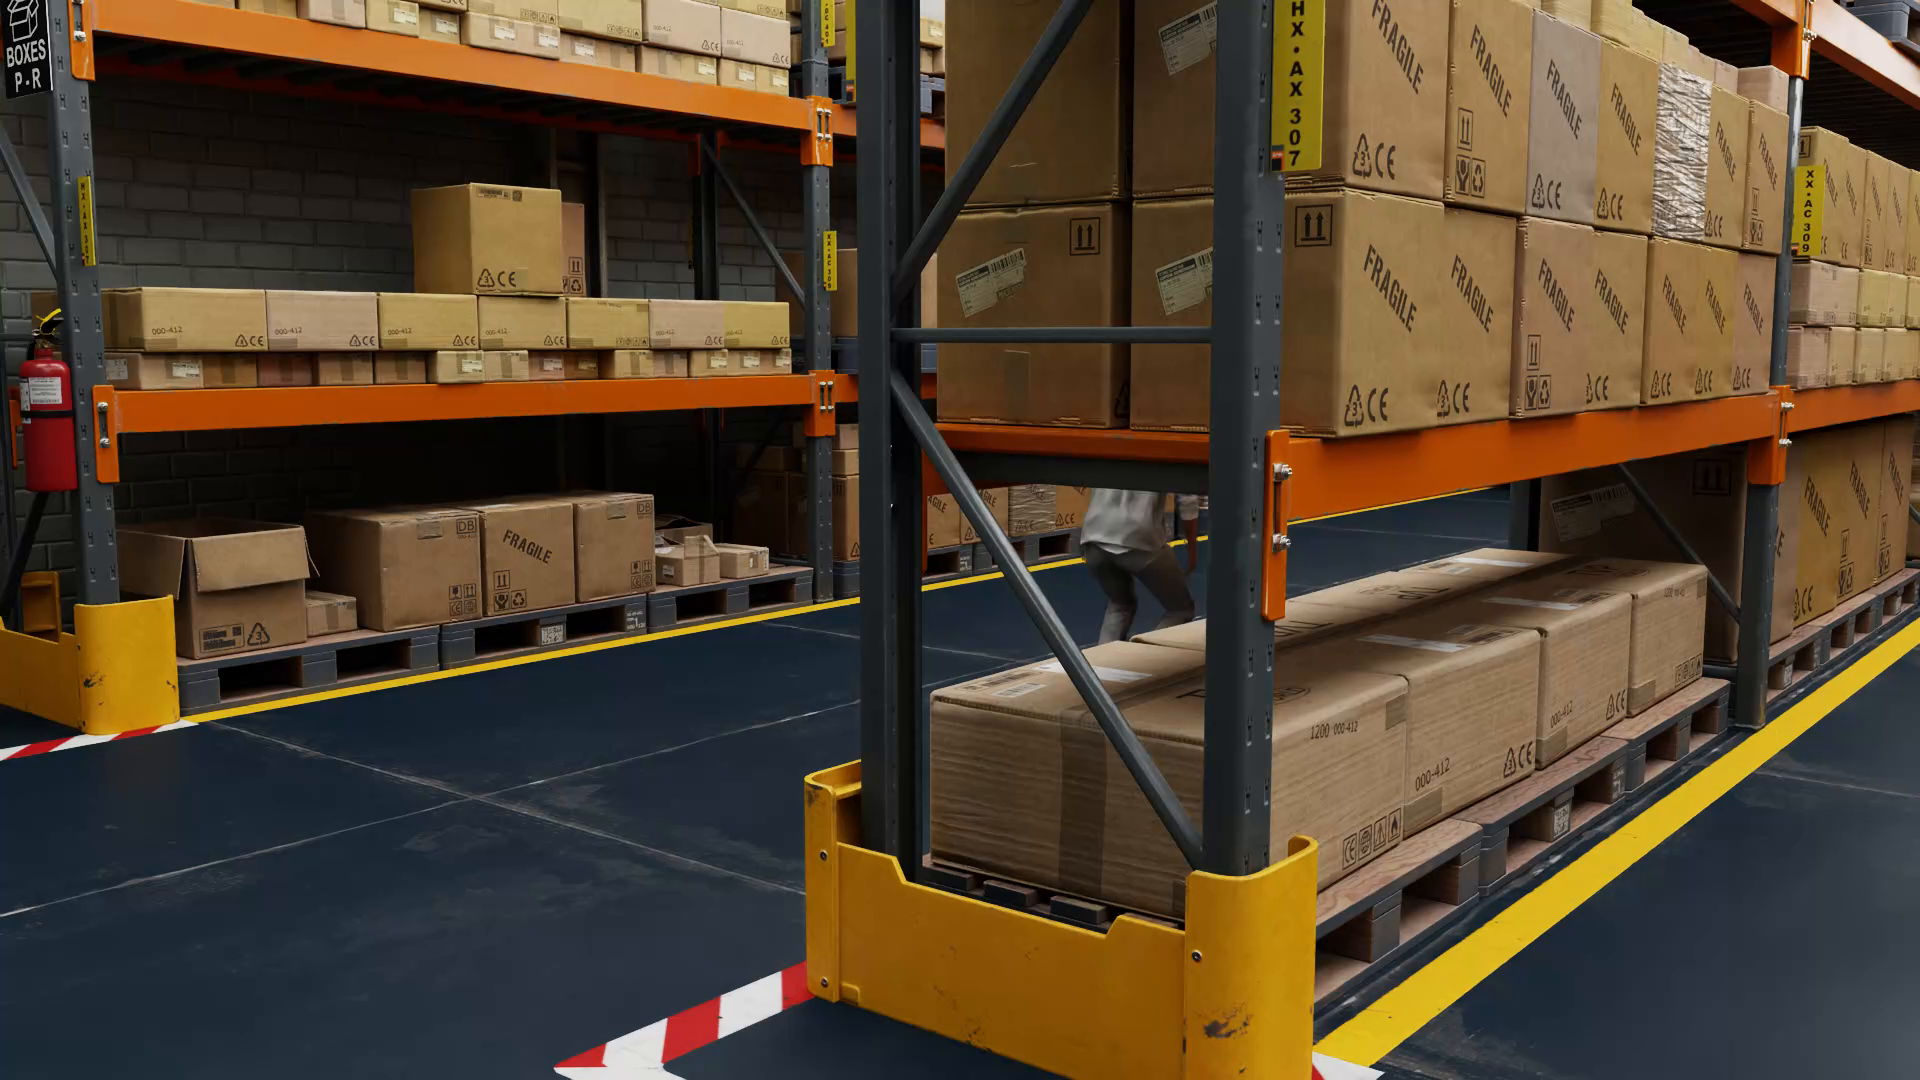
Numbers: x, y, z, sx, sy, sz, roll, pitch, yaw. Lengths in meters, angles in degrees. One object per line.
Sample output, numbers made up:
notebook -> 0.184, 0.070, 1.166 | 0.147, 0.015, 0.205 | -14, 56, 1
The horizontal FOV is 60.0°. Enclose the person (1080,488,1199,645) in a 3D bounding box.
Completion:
person -> 0.710, 0.016, 6.689 | 0.460, 1.376, 0.602 | 6, 9, 40
